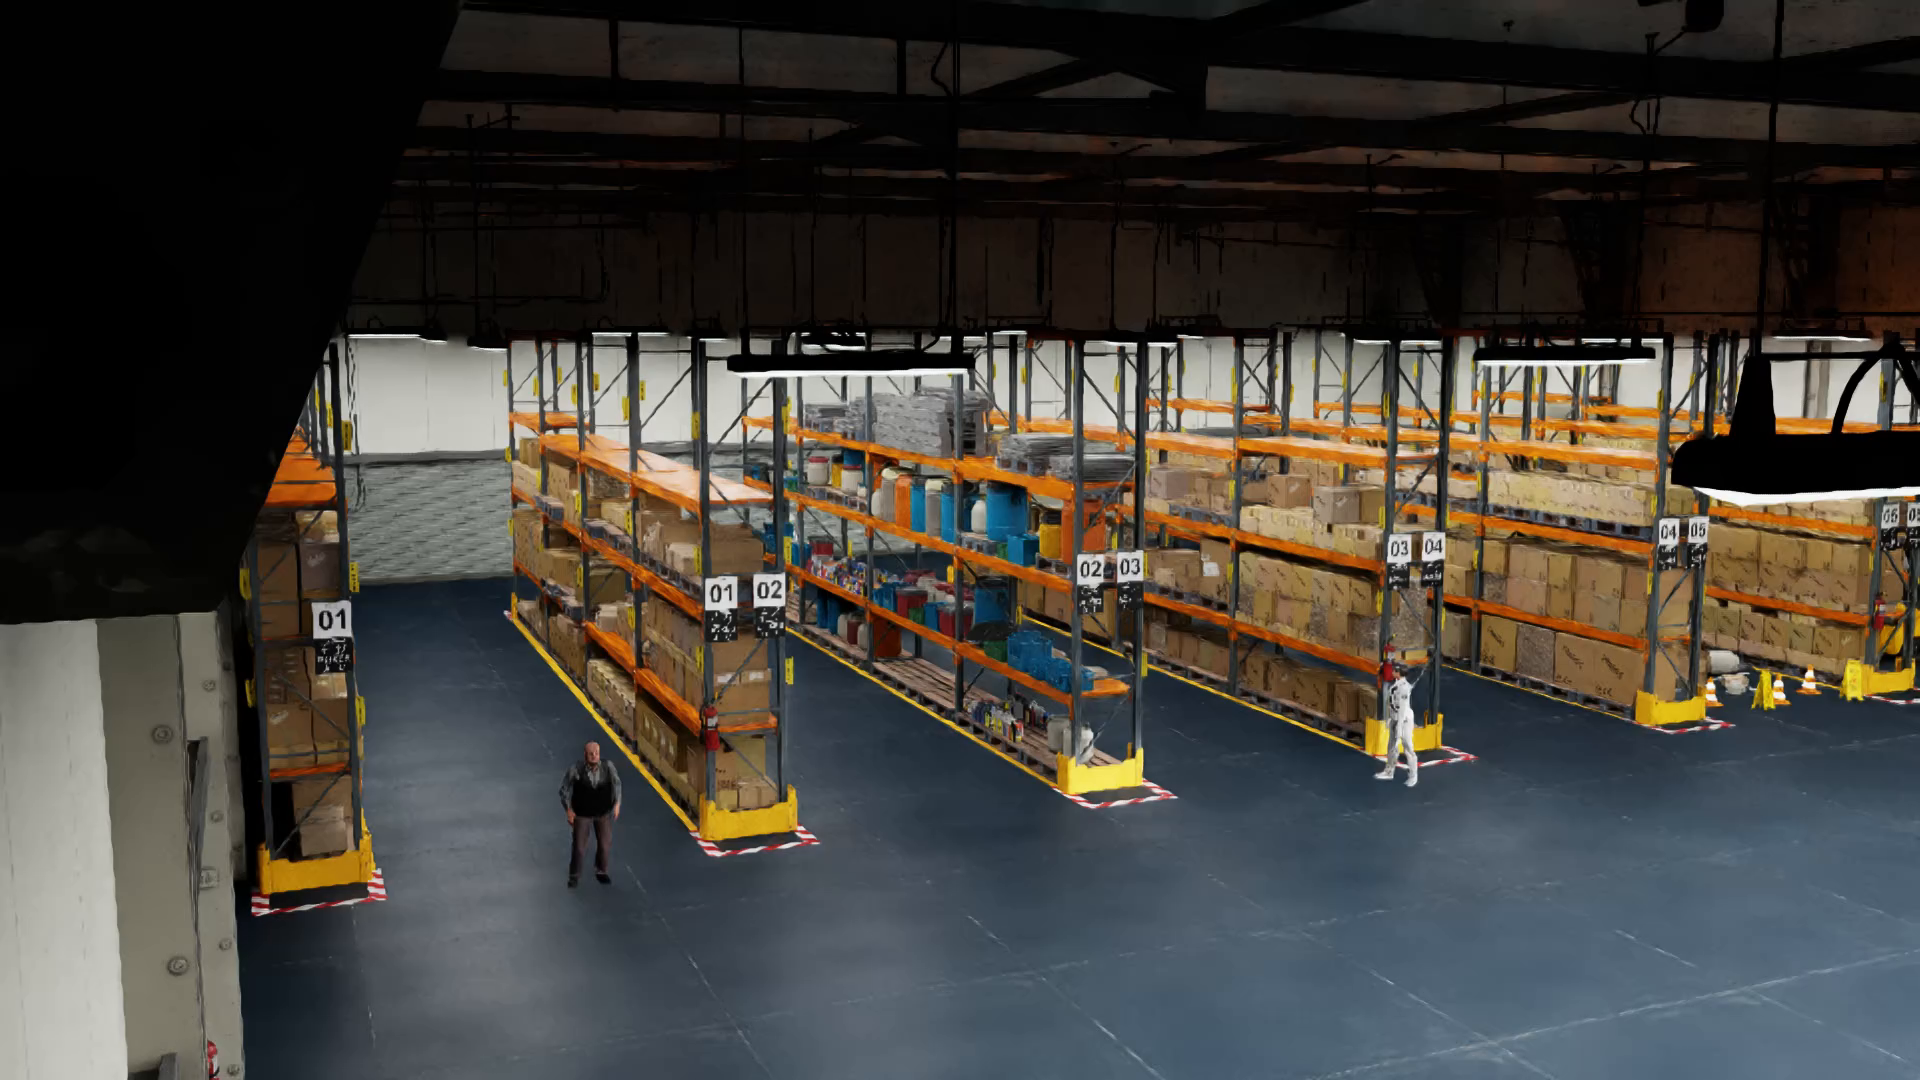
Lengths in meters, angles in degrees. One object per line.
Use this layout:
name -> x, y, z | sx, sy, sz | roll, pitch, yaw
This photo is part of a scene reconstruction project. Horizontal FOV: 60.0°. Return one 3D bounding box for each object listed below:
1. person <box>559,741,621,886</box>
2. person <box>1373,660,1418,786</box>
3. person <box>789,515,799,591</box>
person -> -4.082, 3.017, 18.418 | 0.677, 1.674, 0.534 | -3, 8, -24
person -> 5.912, 2.445, 22.483 | 0.557, 1.660, 0.592 | 0, 8, -3
person -> -3.940, 0.292, 38.042 | 0.621, 1.753, 0.605 | 4, 9, 29
